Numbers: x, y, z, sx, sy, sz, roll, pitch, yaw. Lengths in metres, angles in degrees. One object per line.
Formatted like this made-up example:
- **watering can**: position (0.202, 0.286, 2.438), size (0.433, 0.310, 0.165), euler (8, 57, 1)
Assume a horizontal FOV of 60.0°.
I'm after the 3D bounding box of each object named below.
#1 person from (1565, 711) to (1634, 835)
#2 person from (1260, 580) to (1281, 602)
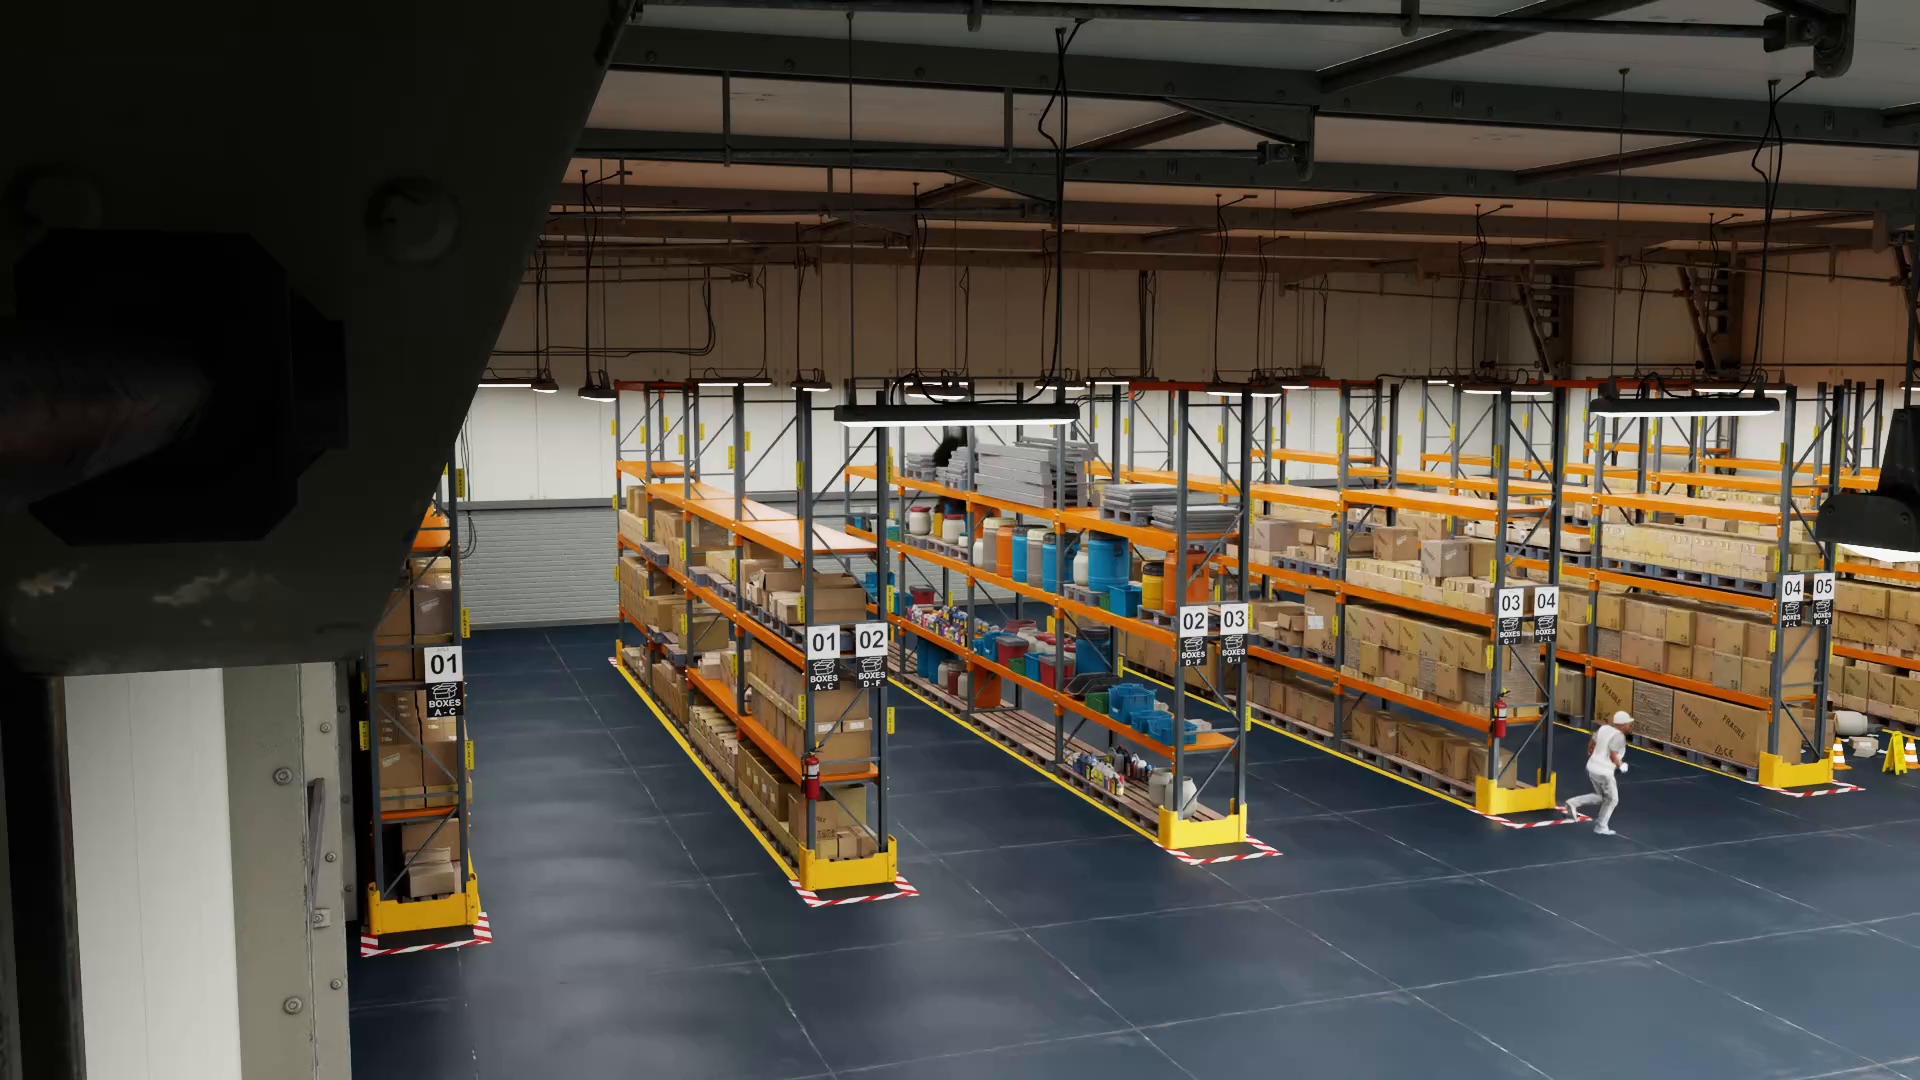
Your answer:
- **person**: position (8.593, 3.143, 22.346), size (0.853, 1.710, 0.680), euler (1, 6, 5)
- **person**: position (6.689, 1.711, 35.954), size (0.671, 1.721, 0.798), euler (-3, 7, -27)
